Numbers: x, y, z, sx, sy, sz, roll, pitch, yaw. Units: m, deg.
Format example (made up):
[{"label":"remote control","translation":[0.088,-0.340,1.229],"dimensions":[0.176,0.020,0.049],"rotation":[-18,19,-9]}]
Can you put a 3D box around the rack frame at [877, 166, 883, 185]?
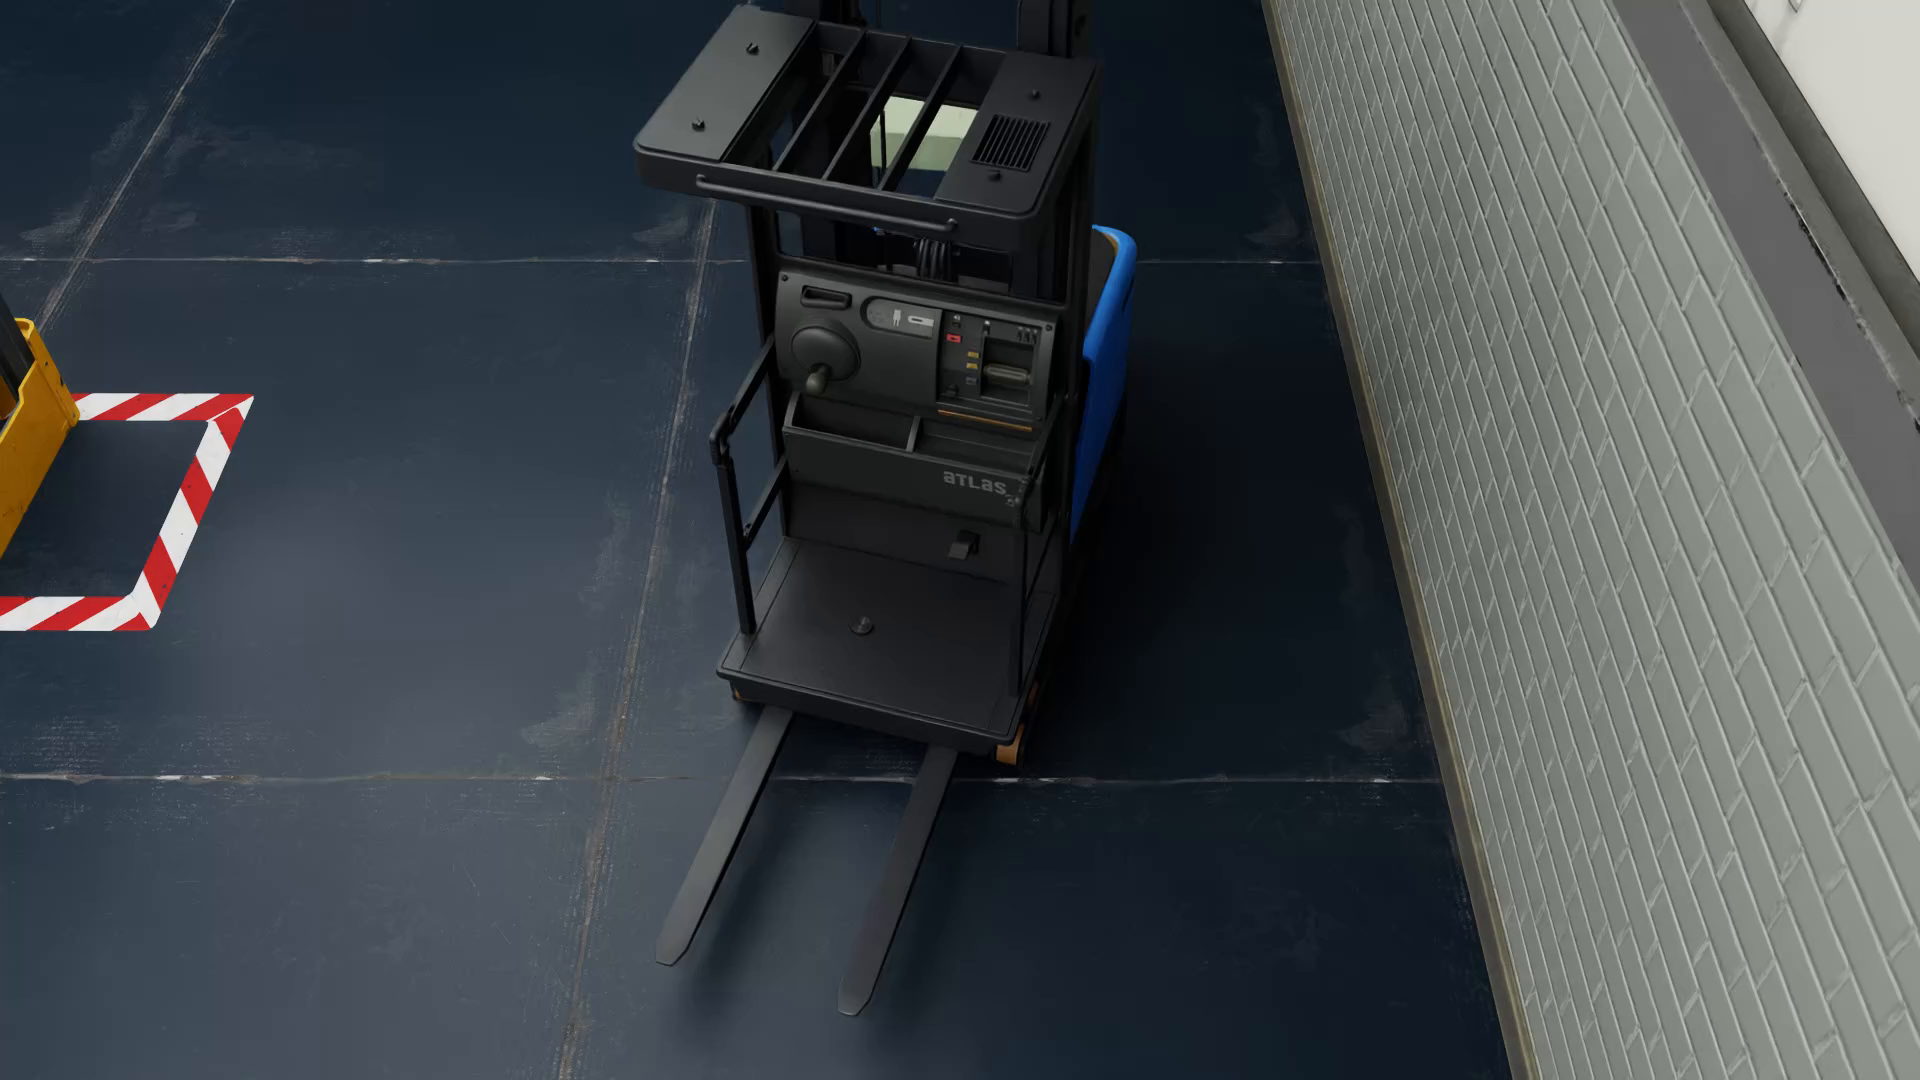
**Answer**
[{"label":"rack frame","translation":[-0.356,-1.363,6.994],"dimensions":[0.023,1.500,0.400],"rotation":[5,47,5]}]

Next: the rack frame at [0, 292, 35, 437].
[{"label":"rack frame","translation":[-3.934,-1.175,5.795],"dimensions":[0.127,3.000,1.000],"rotation":[0,47,0]}]

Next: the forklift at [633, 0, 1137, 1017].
[{"label":"forklift","translation":[-0.210,-0.519,5.231],"dimensions":[1.130,2.935,3.031],"rotation":[12,48,11]}]

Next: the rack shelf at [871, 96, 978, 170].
[{"label":"rack shelf","translation":[0.007,-1.598,6.679],"dimensions":[0.720,0.370,0.431],"rotation":[5,47,5]}]

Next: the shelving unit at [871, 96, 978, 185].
[{"label":"shelving unit","translation":[0.007,-1.332,6.965],"dimensions":[0.755,1.500,0.431],"rotation":[5,47,5]}]

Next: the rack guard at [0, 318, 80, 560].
[{"label":"rack guard","translation":[-4.010,-0.324,6.710],"dimensions":[0.348,0.500,1.175],"rotation":[0,47,0]}]
